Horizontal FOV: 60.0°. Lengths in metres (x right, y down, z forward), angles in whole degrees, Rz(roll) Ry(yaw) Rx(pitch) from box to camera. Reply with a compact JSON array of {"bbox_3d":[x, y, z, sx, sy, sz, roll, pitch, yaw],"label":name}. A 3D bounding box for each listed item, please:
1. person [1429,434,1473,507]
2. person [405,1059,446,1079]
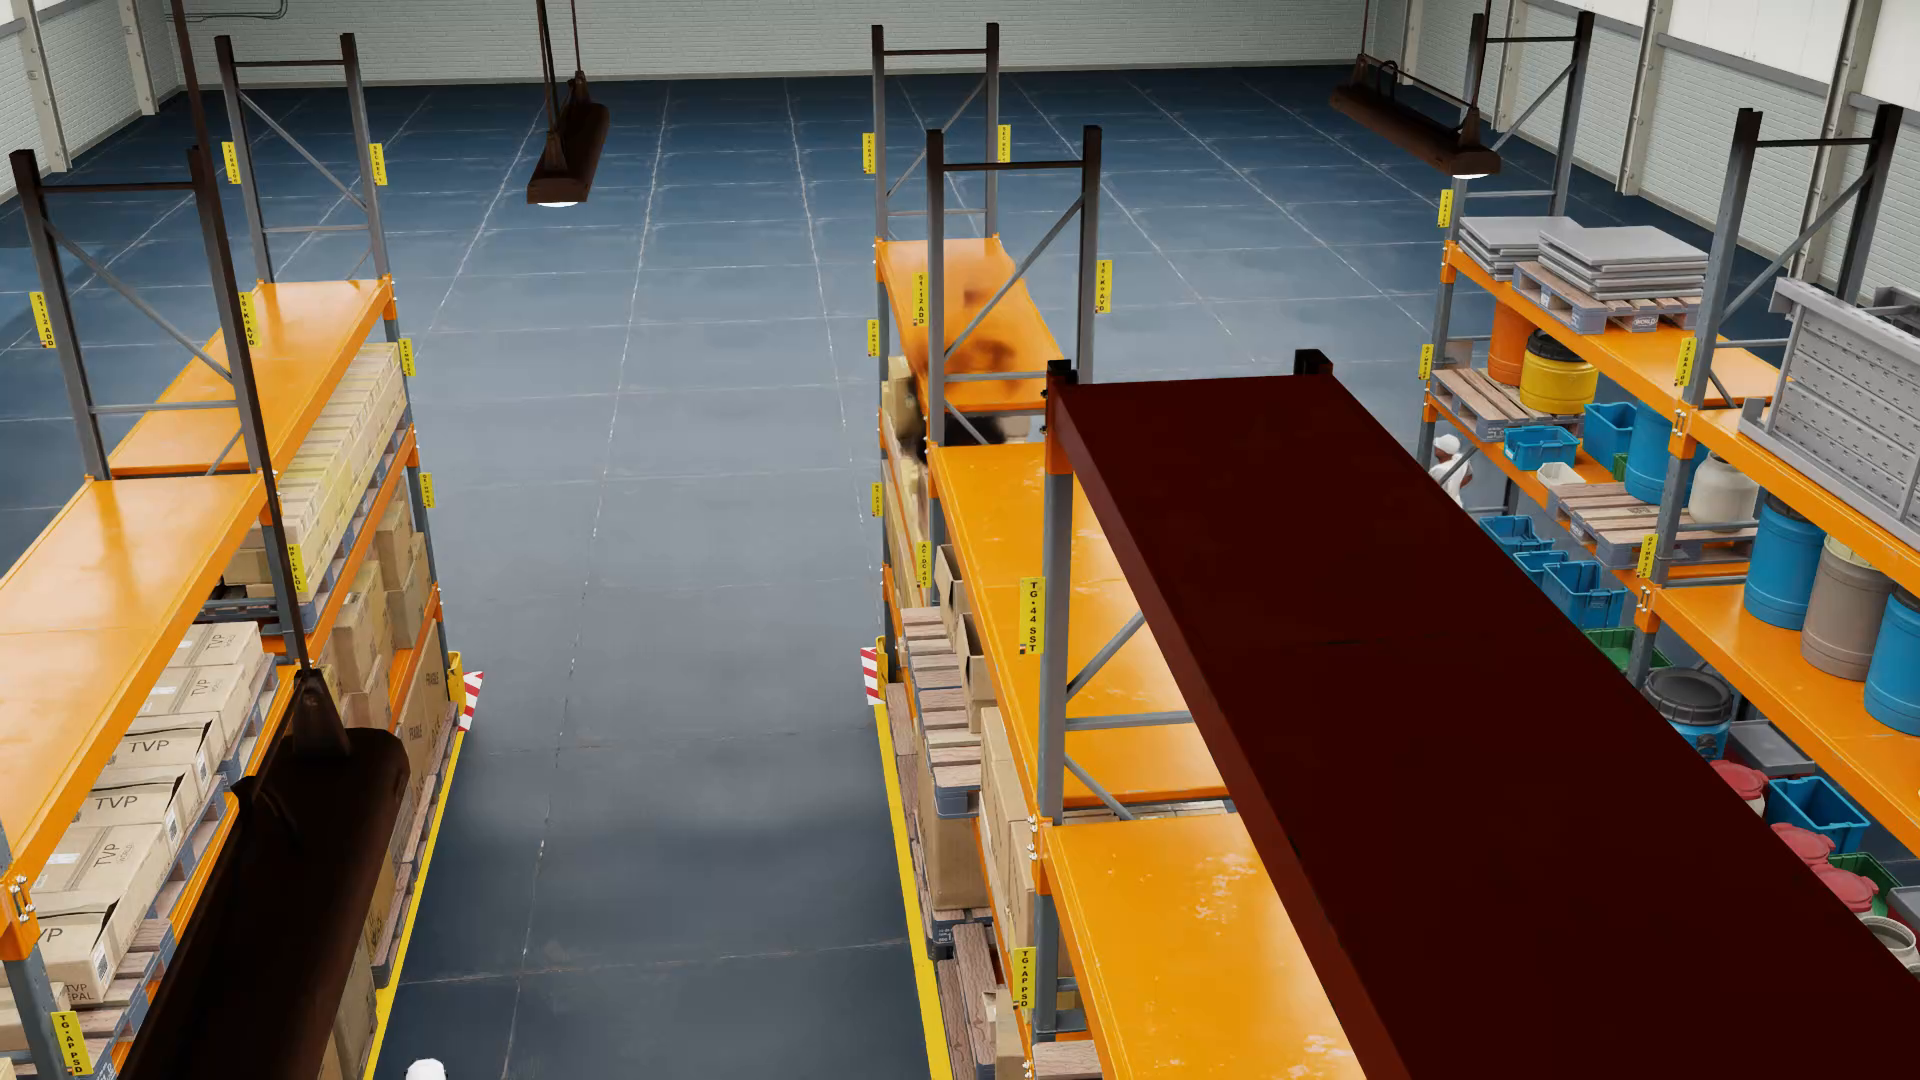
[{"bbox_3d":[4.975,-0.294,17.121,0.773,1.735,0.731,19,32,35],"label":"person"},{"bbox_3d":[-2.774,3.574,8.981,0.637,1.834,0.779,-4,26,-7],"label":"person"}]
